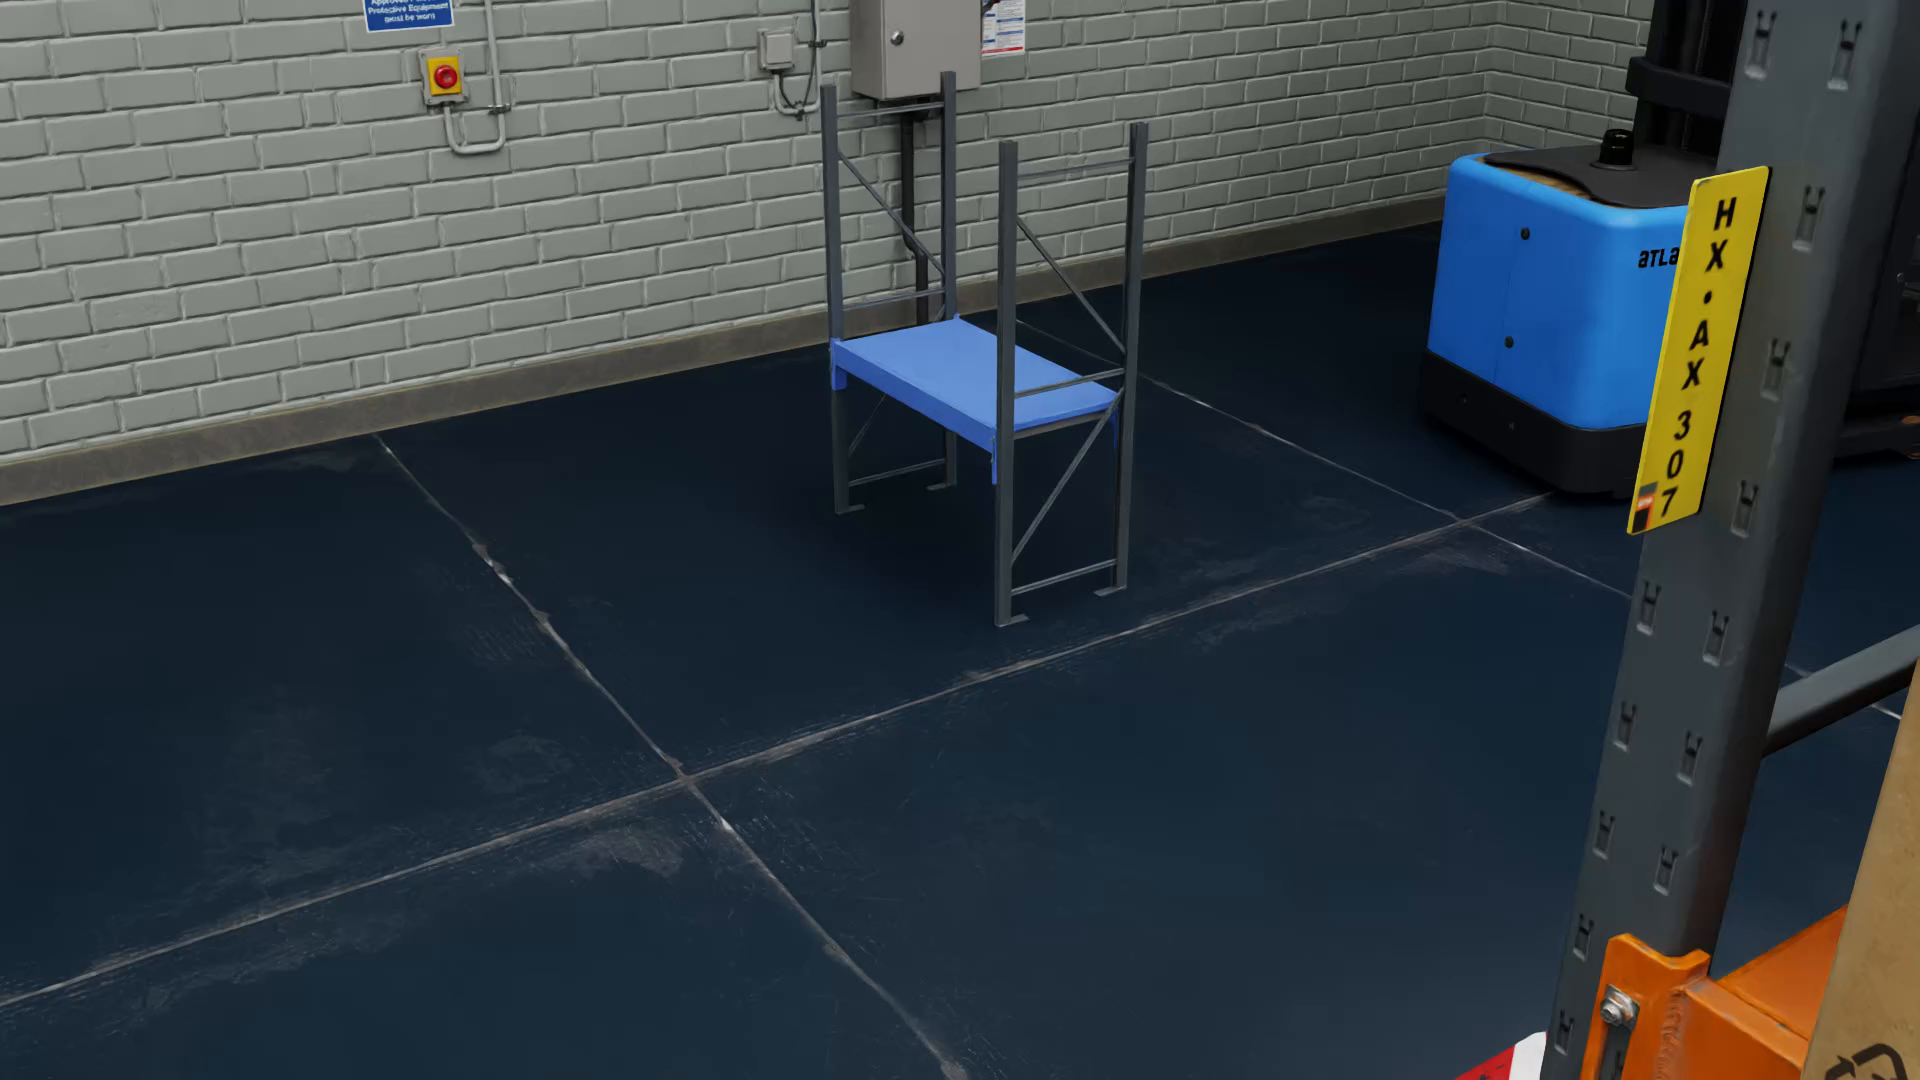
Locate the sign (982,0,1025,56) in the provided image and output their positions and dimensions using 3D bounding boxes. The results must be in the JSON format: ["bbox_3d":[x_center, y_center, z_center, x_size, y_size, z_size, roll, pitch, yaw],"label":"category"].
[{"bbox_3d":[0.163,-2.457,7.553,0.329,0.494,0.001,-16,29,-30],"label":"sign"}]

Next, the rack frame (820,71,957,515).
[{"bbox_3d":[-0.231,-0.830,5.750,0.500,1.500,0.032,-16,29,-30],"label":"rack frame"}]

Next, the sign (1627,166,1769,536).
[{"bbox_3d":[0.652,-0.163,1.474,0.100,0.325,0.005,-16,29,-30],"label":"sign"}]

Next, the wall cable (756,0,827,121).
[{"bbox_3d":[-0.795,-2.668,6.698,0.588,1.984,0.122,-16,29,-30],"label":"wall cable"}]

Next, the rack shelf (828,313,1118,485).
[{"bbox_3d":[0.047,-0.485,5.442,0.538,0.185,1.000,-16,29,-30],"label":"rack shelf"}]

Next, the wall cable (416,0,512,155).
[{"bbox_3d":[-1.977,-2.348,5.982,0.585,1.953,0.123,-16,29,-30],"label":"wall cable"}]

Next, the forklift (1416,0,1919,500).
[{"bbox_3d":[3.425,-1.839,6.212,3.031,2.935,1.130,-9,27,-17],"label":"forklift"}]

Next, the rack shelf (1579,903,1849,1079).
[{"bbox_3d":[2.212,1.178,0.583,1.077,0.370,4.000,-16,29,-30],"label":"rack shelf"}]

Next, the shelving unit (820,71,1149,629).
[{"bbox_3d":[0.047,-0.648,5.365,0.538,1.500,1.048,-16,29,-30],"label":"shelving unit"}]

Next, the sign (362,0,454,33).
[{"bbox_3d":[-2.051,-2.007,6.171,0.327,0.218,0.001,-16,29,-30],"label":"sign"}]

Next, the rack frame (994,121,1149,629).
[{"bbox_3d":[0.324,-0.466,4.980,0.500,1.500,0.032,-16,29,-30],"label":"rack frame"}]

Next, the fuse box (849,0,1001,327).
[{"bbox_3d":[-0.138,-1.729,7.407,0.539,1.711,0.414,-16,29,-30],"label":"fuse box"}]
